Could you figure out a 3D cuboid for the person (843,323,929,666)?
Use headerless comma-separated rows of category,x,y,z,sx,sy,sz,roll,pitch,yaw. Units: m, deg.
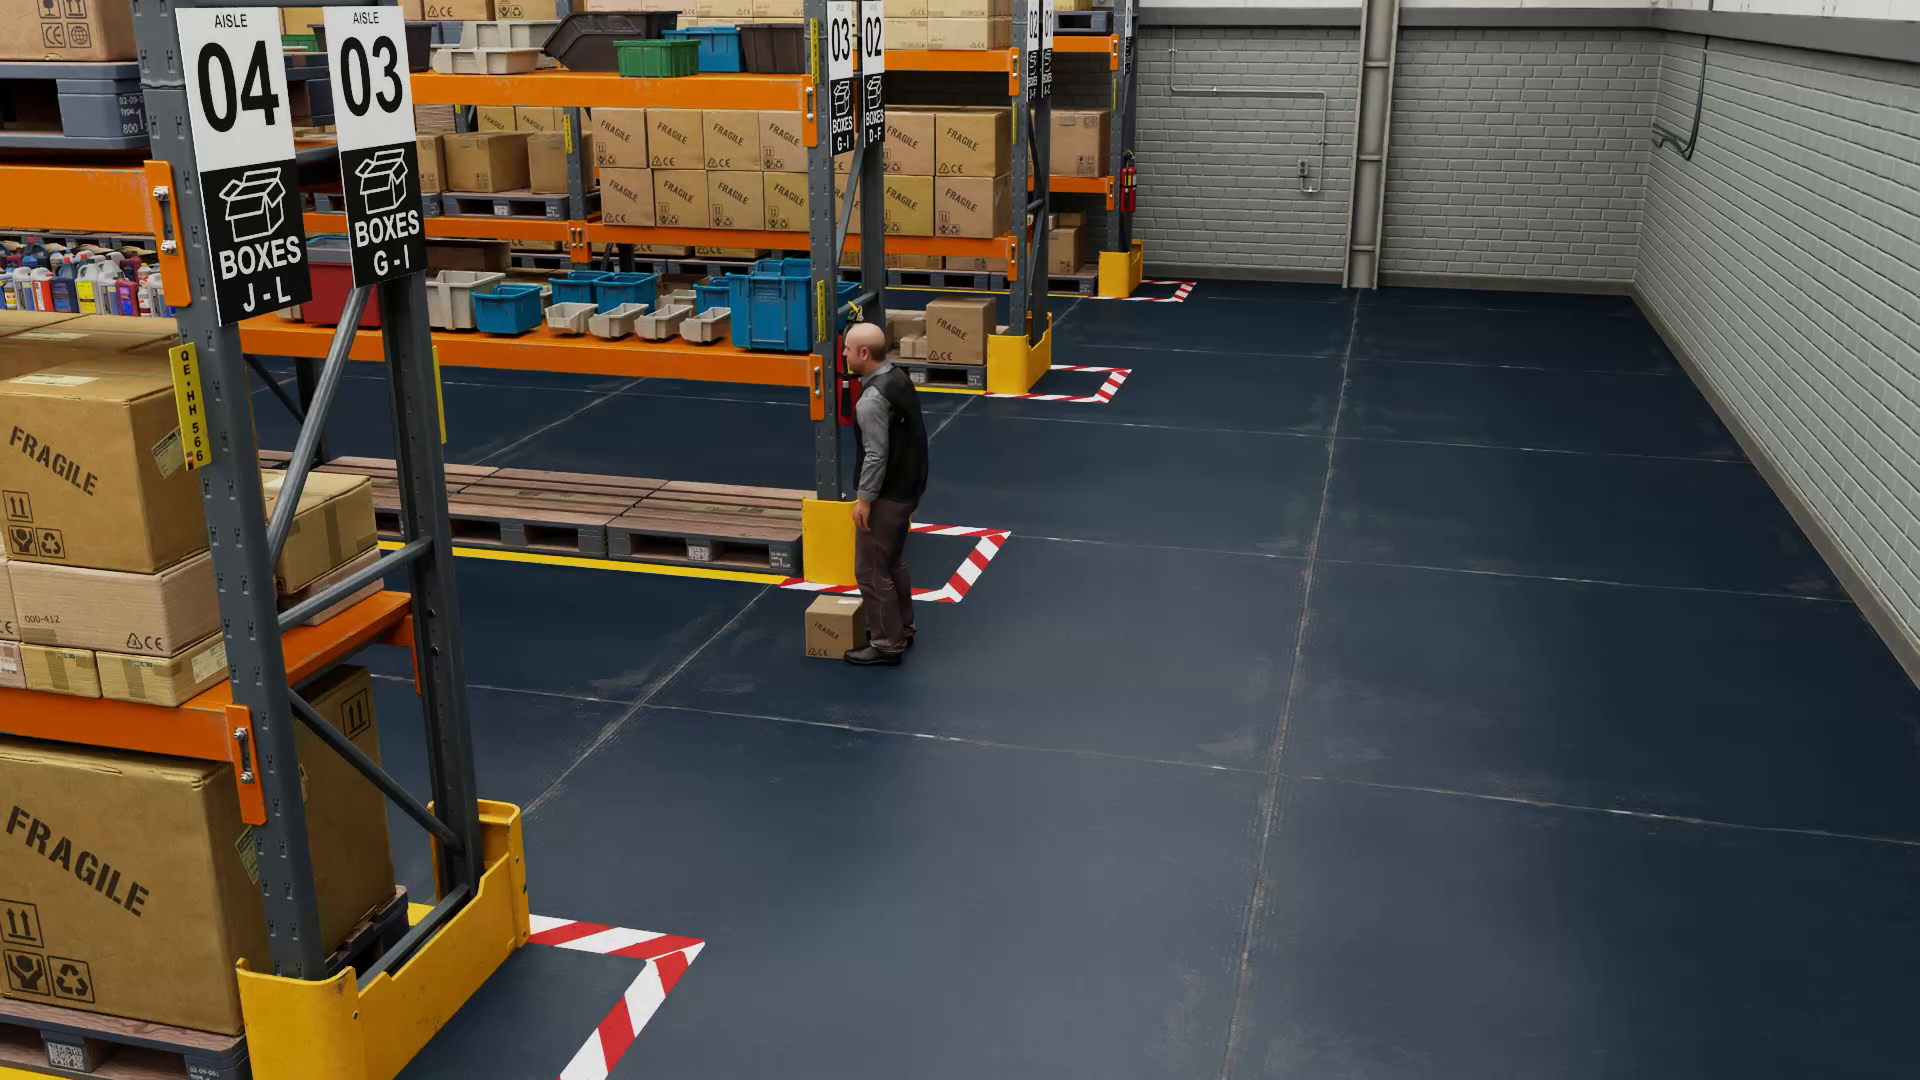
person,-0.367,-0.229,8.293,0.412,1.721,0.586,4,19,13
